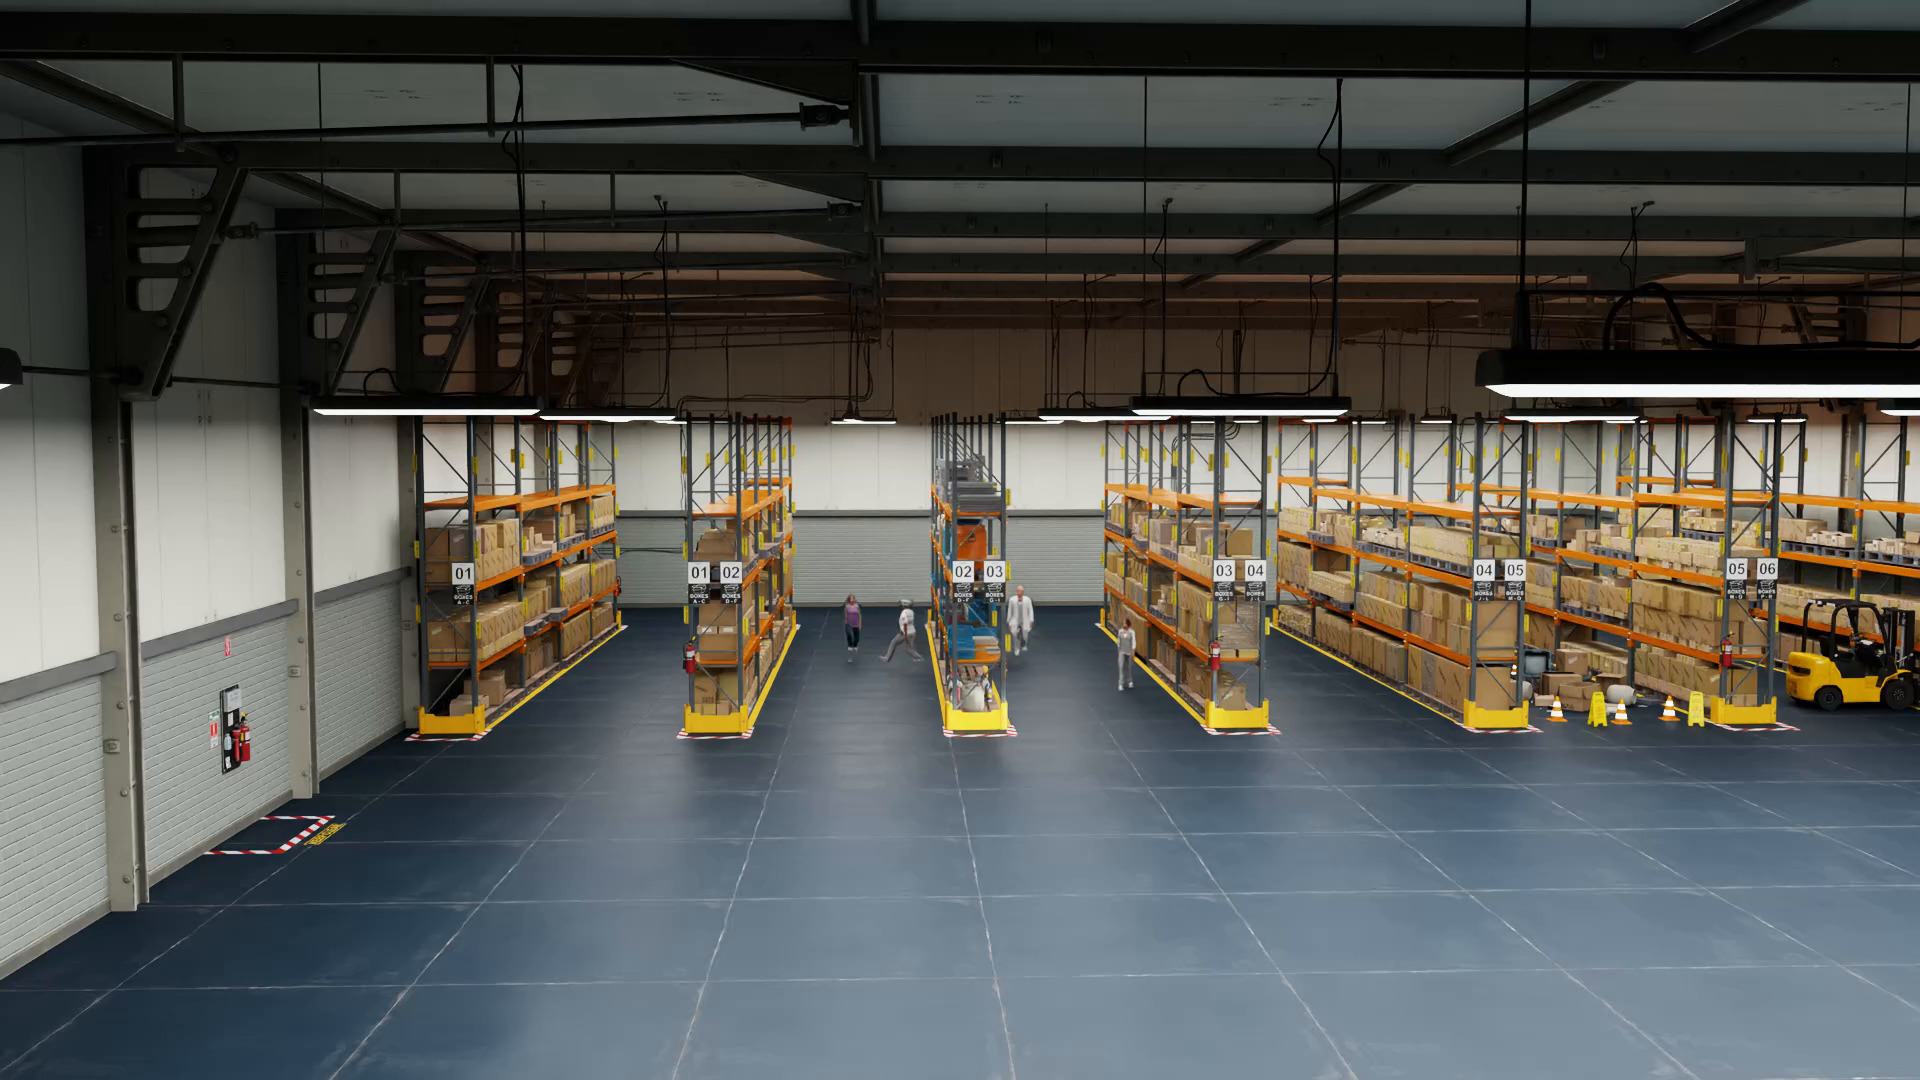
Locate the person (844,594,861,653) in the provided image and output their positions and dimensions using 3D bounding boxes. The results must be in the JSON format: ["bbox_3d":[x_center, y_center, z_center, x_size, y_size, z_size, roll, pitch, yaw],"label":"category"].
[{"bbox_3d":[-2.617,2.074,40.546,0.420,1.463,0.831,0,4,-5],"label":"person"}]

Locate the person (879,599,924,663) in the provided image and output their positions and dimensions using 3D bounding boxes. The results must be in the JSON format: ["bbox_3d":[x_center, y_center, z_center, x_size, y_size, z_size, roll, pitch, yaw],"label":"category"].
[{"bbox_3d":[-1.336,2.123,38.808,1.116,1.493,0.491,3,5,38],"label":"person"}]

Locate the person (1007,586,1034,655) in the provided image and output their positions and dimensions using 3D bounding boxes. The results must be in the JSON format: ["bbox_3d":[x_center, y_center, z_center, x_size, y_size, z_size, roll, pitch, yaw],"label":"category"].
[{"bbox_3d":[1.466,1.942,40.347,0.645,1.651,0.678,0,4,-1],"label":"person"}]

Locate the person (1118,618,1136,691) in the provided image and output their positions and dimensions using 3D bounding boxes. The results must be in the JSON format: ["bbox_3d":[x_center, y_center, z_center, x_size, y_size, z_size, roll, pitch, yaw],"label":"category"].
[{"bbox_3d":[3.606,2.471,36.061,0.432,1.552,0.903,1,4,14],"label":"person"}]
